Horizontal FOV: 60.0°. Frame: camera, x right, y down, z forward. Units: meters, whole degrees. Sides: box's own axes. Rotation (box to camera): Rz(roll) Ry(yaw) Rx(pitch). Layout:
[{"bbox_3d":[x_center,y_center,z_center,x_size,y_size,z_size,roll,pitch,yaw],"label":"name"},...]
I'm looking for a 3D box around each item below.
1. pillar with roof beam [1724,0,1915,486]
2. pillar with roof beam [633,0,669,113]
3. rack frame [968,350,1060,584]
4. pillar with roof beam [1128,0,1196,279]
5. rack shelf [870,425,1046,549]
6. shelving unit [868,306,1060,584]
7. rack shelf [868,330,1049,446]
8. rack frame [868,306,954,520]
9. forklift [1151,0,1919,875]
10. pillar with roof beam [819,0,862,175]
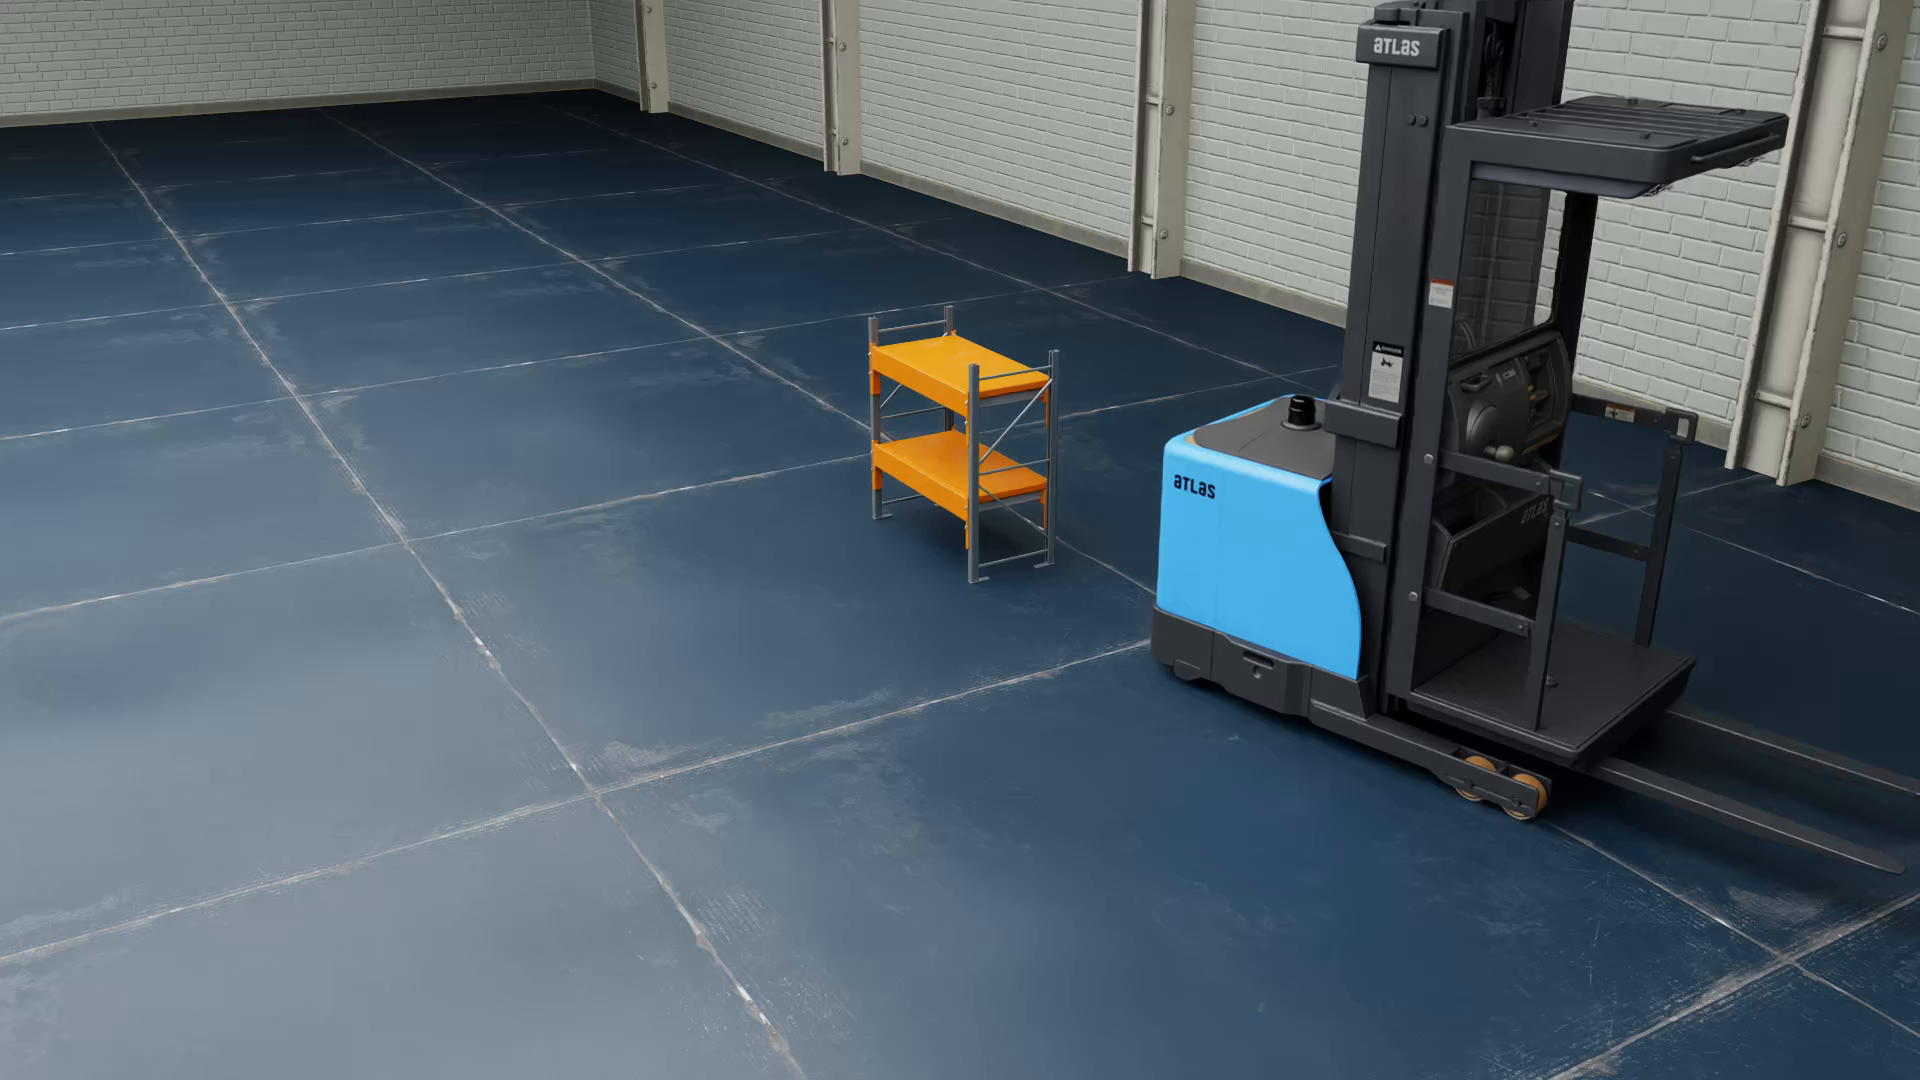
[{"bbox_3d":[1.072,-3.742,6.067,9.100,9.000,0.400,-13,25,-28],"label":"pillar with roof beam"},{"bbox_3d":[-8.123,-9.569,20.402,9.100,9.000,0.400,-13,25,-28],"label":"pillar with roof beam"},{"bbox_3d":[0.263,-0.354,8.189,0.500,1.125,0.032,-13,25,-28],"label":"rack frame"},{"bbox_3d":[-1.993,-5.684,10.845,9.100,9.000,0.400,-13,25,-28],"label":"pillar with roof beam"},{"bbox_3d":[0.003,-0.292,8.686,0.538,0.278,1.000,-13,25,-28],"label":"rack shelf"},{"bbox_3d":[0.003,-0.519,8.594,0.538,1.125,1.048,-13,25,-28],"label":"shelving unit"},{"bbox_3d":[0.003,-0.790,8.484,0.538,0.278,1.000,-13,25,-28],"label":"rack shelf"},{"bbox_3d":[-0.256,-0.683,8.999,0.500,1.125,0.032,-13,25,-28],"label":"rack frame"},{"bbox_3d":[2.256,-0.531,6.226,3.031,2.935,1.130,20,29,40],"label":"forklift"},{"bbox_3d":[-5.058,-7.626,15.624,9.100,9.000,0.400,-13,25,-28],"label":"pillar with roof beam"}]
